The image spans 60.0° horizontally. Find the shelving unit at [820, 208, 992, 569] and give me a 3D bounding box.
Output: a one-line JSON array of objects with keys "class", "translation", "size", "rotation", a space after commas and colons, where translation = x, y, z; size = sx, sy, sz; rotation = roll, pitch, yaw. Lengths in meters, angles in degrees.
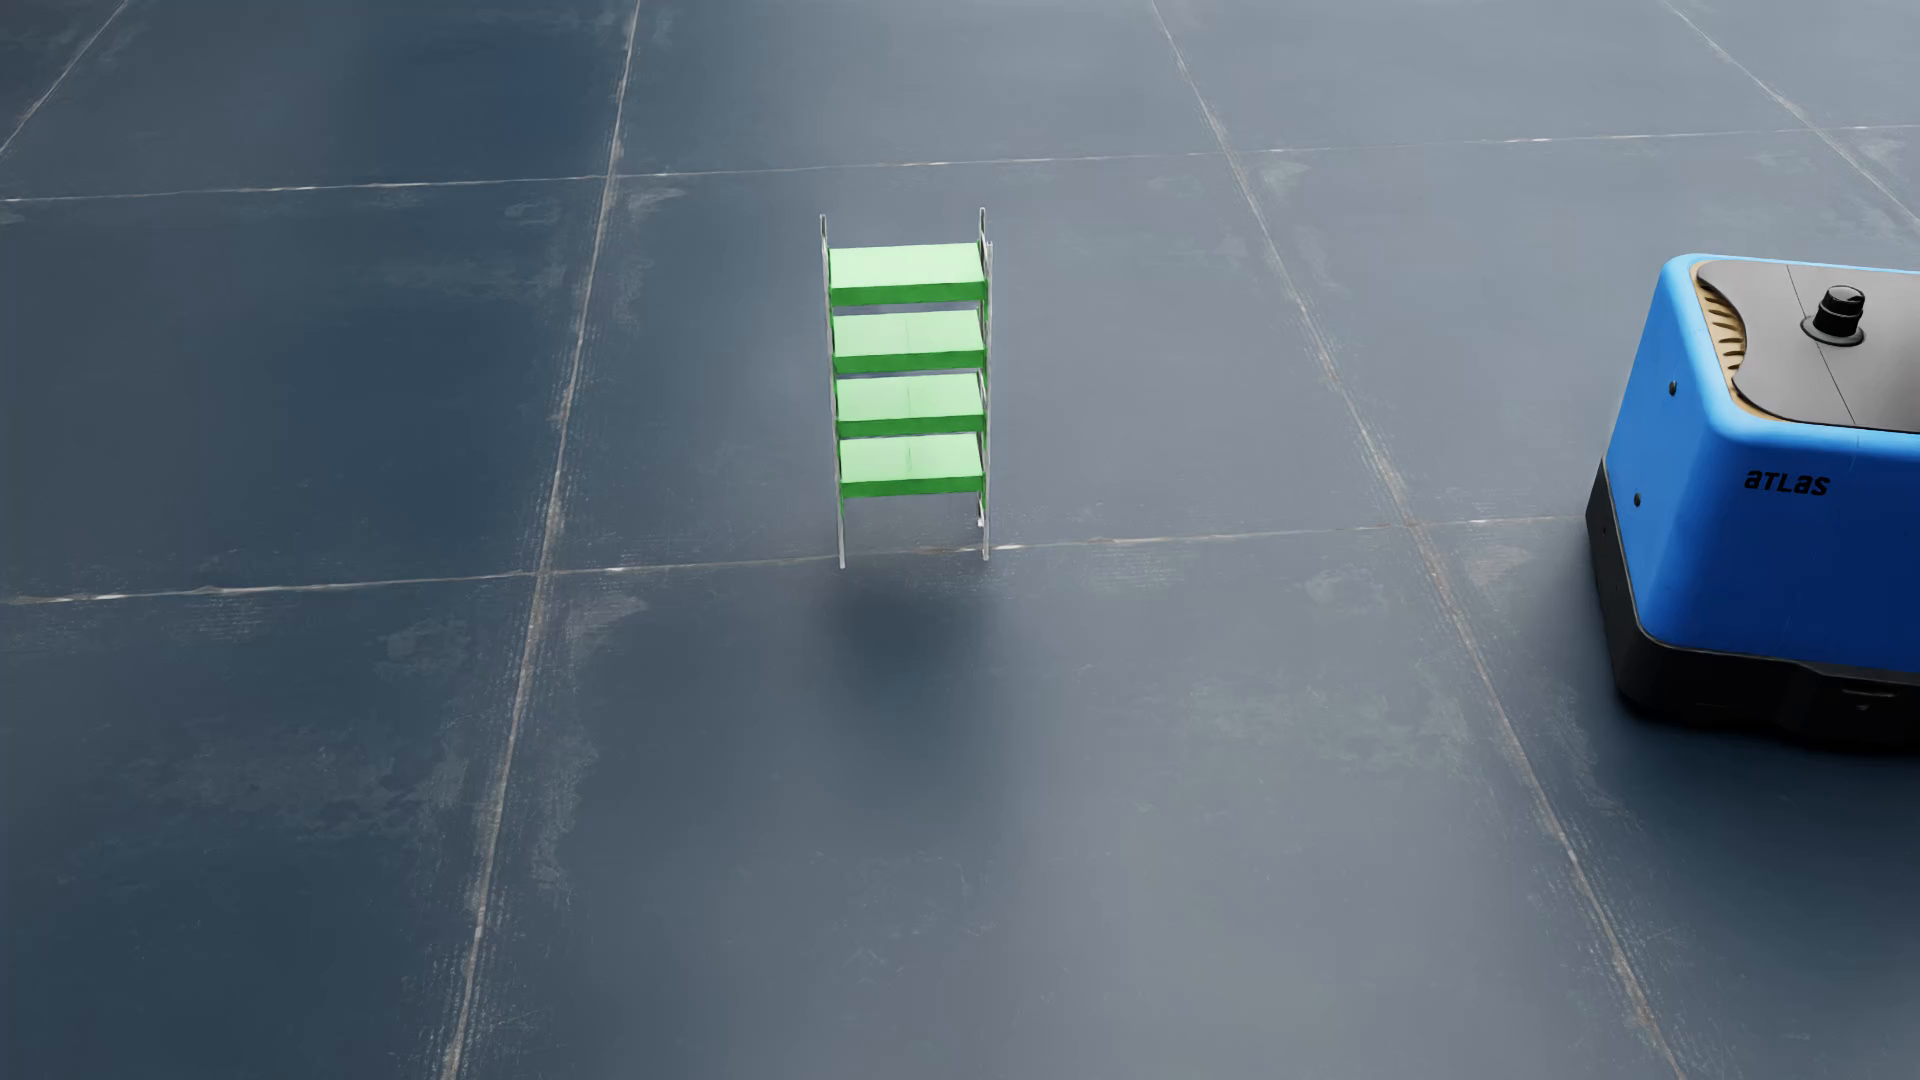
[{"class": "shelving unit", "translation": [-0.165, -0.462, 5.367], "size": [0.503, 1.200, 0.258], "rotation": [-3, 38, -4]}]

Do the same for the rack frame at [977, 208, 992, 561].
[{"class": "rack frame", "translation": [0.078, -0.475, 5.384], "size": [0.015, 1.200, 0.240], "rotation": [-3, 38, -4]}]

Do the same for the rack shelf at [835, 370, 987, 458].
[{"class": "rack shelf", "translation": [-0.165, -0.412, 5.406], "size": [0.480, 0.148, 0.258], "rotation": [-3, 38, -4]}]

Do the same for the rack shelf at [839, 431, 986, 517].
[{"class": "rack shelf", "translation": [-0.165, -0.223, 5.555], "size": [0.480, 0.148, 0.258], "rotation": [-3, 38, -4]}]

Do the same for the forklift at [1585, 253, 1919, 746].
[{"class": "forklift", "translation": [3.573, -0.753, 4.338], "size": [3.031, 2.935, 1.130], "rotation": [6, 39, 8]}]

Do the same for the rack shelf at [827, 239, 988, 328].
[{"class": "rack shelf", "translation": [-0.165, -0.789, 5.109], "size": [0.480, 0.148, 0.258], "rotation": [-3, 38, -4]}]

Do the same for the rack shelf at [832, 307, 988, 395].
[{"class": "rack shelf", "translation": [-0.165, -0.600, 5.258], "size": [0.480, 0.148, 0.258], "rotation": [-3, 38, -4]}]

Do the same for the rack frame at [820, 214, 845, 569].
[{"class": "rack frame", "translation": [-0.408, -0.449, 5.350], "size": [0.015, 1.200, 0.240], "rotation": [-3, 38, -4]}]
